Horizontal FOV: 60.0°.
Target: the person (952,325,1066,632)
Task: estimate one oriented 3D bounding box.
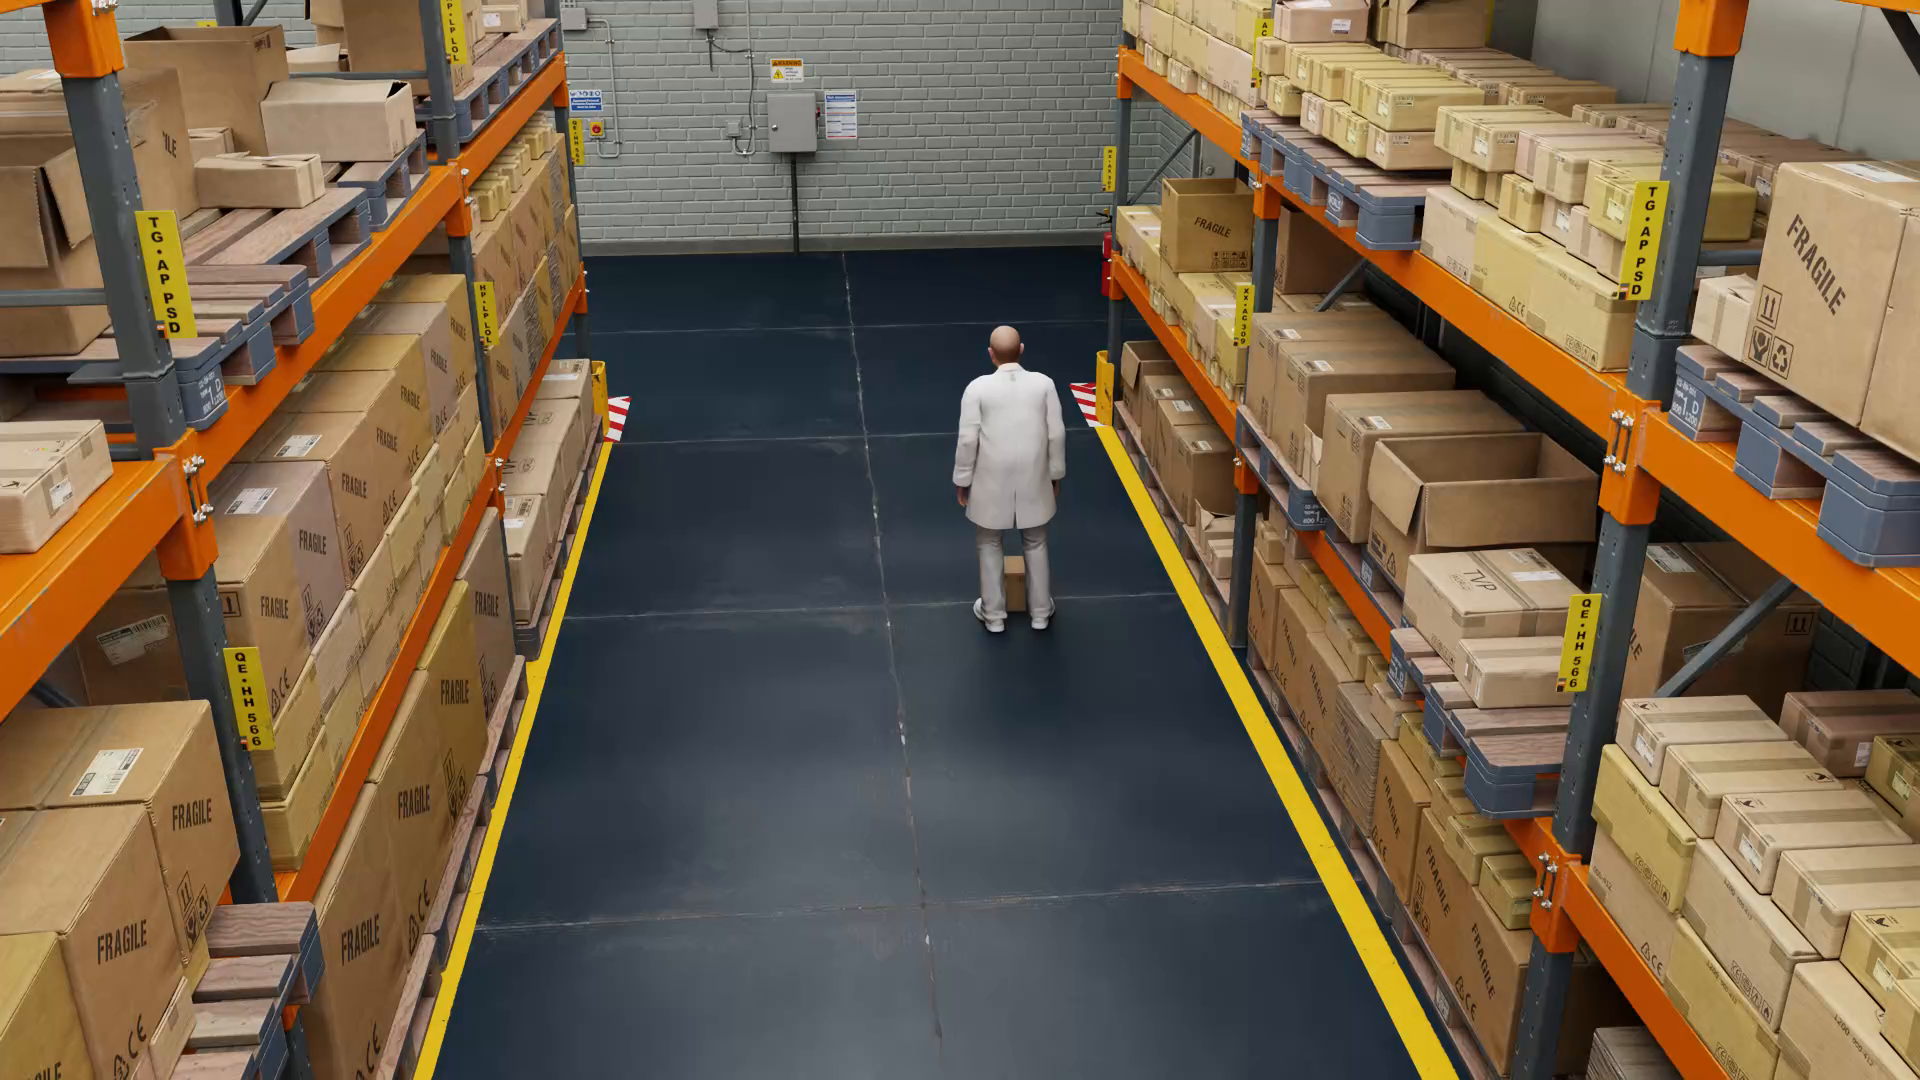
[{"bbox_3d":[0.278,-0.338,9.400,0.650,1.773,0.429,-4,24,-8],"label":"person"}]
